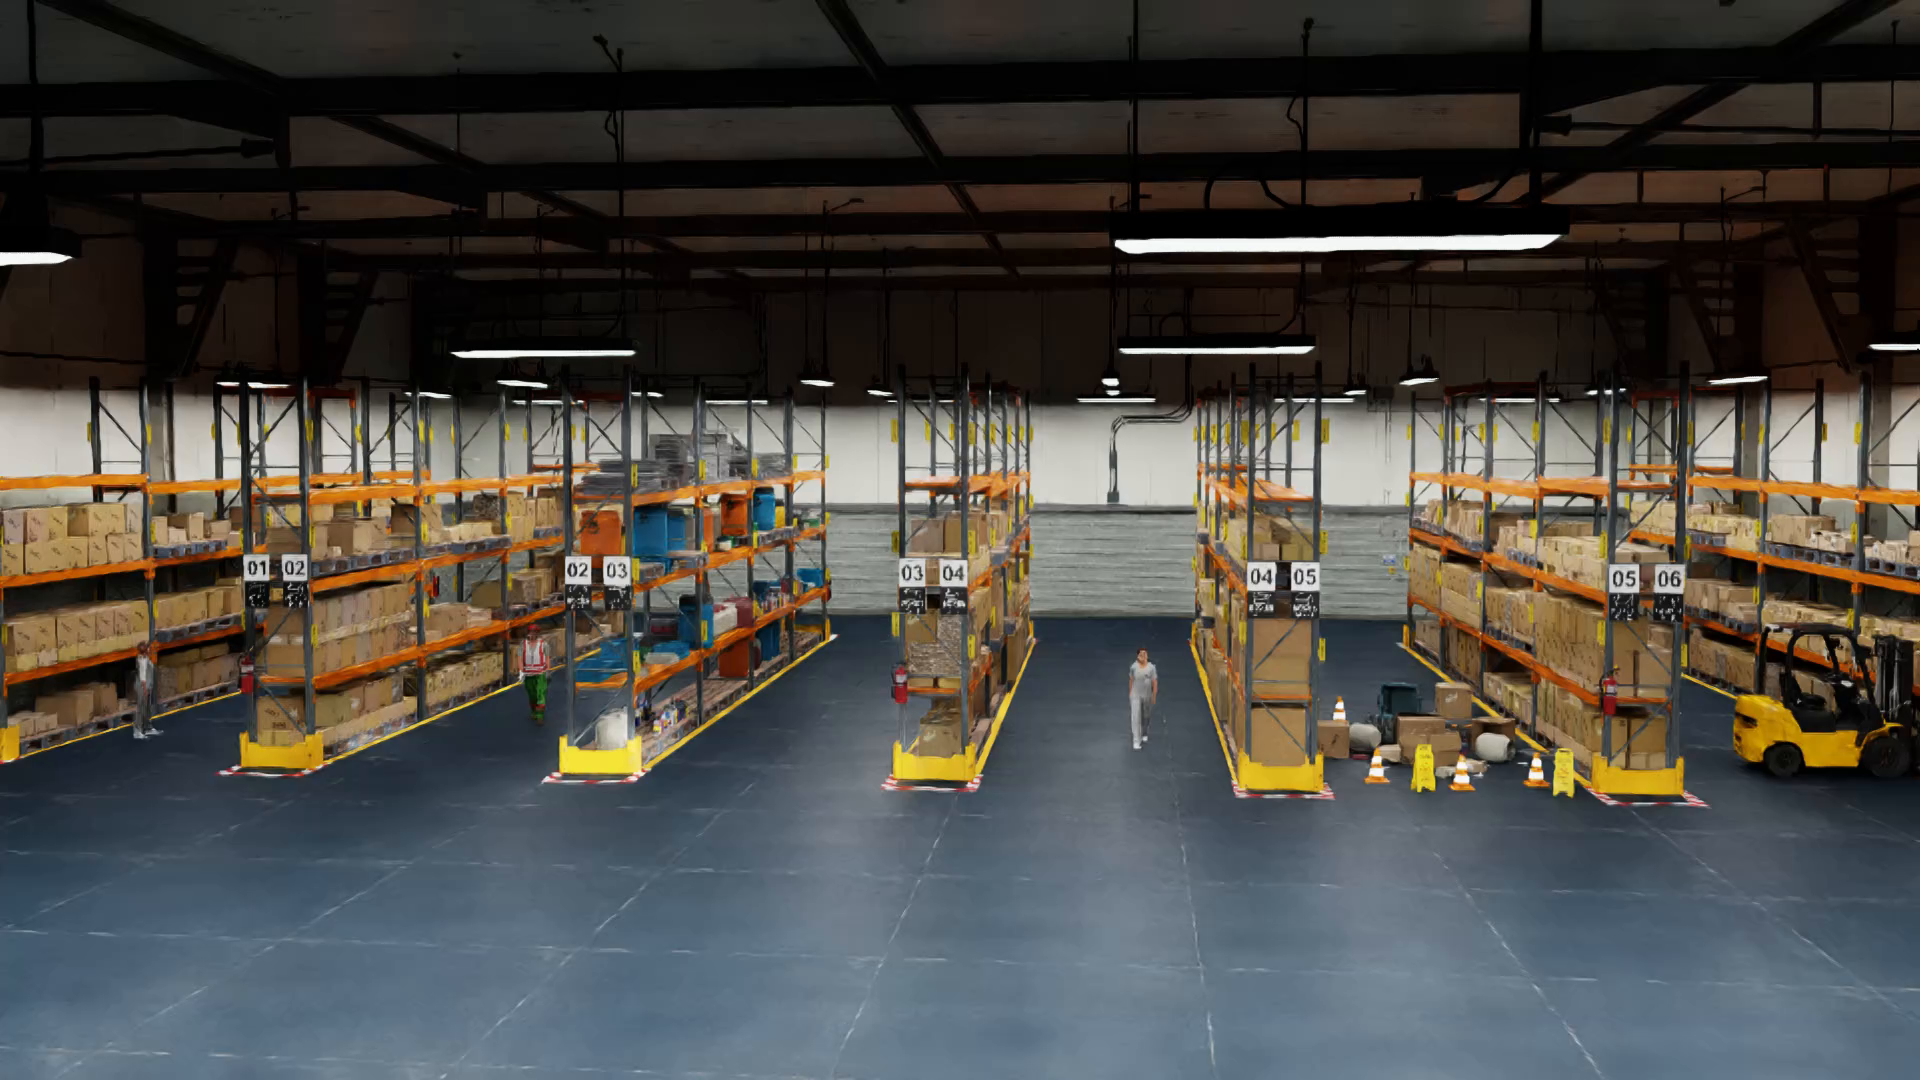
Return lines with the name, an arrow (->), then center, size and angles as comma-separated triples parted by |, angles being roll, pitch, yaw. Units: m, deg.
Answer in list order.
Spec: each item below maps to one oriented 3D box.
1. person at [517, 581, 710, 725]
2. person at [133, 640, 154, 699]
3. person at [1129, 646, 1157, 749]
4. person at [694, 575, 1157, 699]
person -> -7.090, 1.806, 36.173 | 1.767, 1.728, 16.171 | 0, 4, -3
person -> -13.374, 2.107, 27.236 | 0.323, 0.936, 0.481 | -1, 4, -22
person -> 2.922, 2.488, 26.551 | 0.449, 1.600, 1.061 | 0, 4, 3
person -> -1.915, 1.908, 35.315 | 19.620, 1.669, 6.627 | 3, 5, 43
